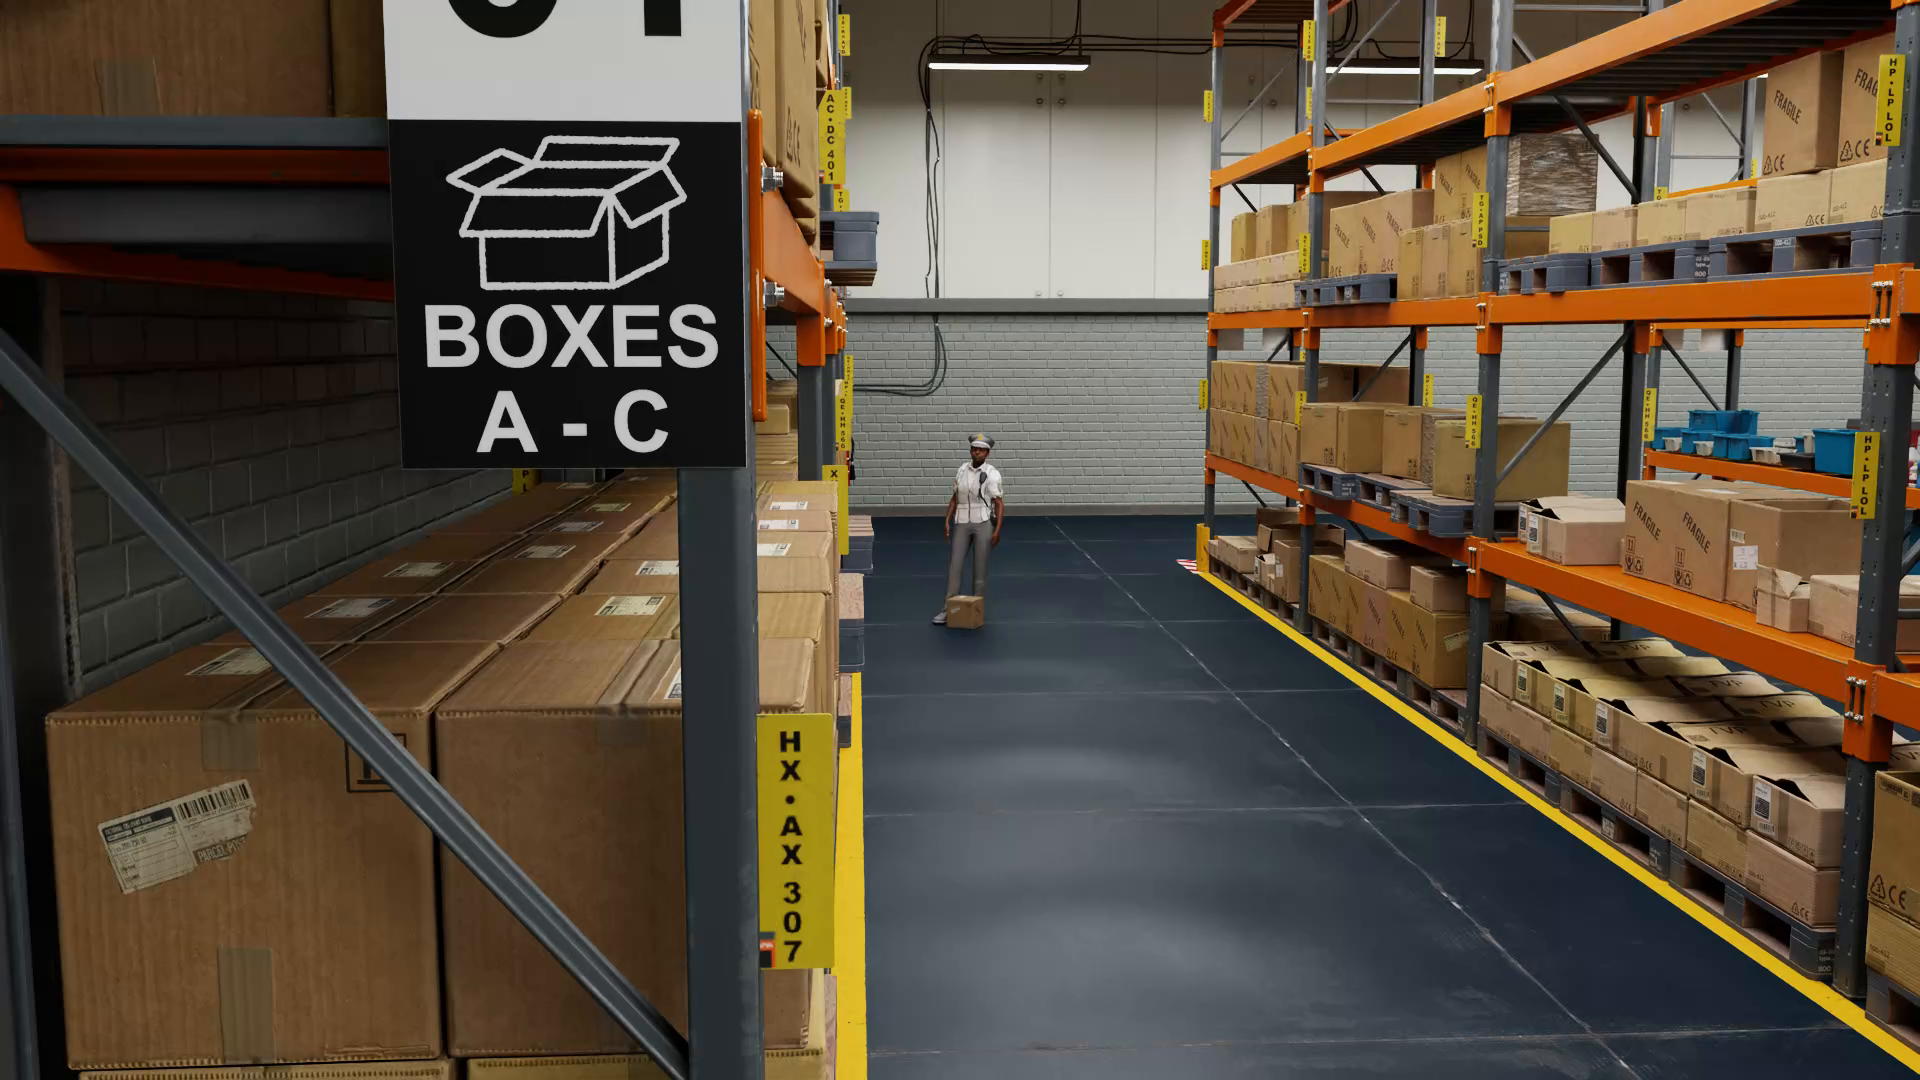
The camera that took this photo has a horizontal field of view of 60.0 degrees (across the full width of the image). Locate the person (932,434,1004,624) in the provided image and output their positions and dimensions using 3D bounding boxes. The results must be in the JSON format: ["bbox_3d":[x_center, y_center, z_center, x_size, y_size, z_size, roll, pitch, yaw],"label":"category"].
[{"bbox_3d":[0.088,-0.106,14.910,0.569,1.695,0.530,3,7,21],"label":"person"}]
